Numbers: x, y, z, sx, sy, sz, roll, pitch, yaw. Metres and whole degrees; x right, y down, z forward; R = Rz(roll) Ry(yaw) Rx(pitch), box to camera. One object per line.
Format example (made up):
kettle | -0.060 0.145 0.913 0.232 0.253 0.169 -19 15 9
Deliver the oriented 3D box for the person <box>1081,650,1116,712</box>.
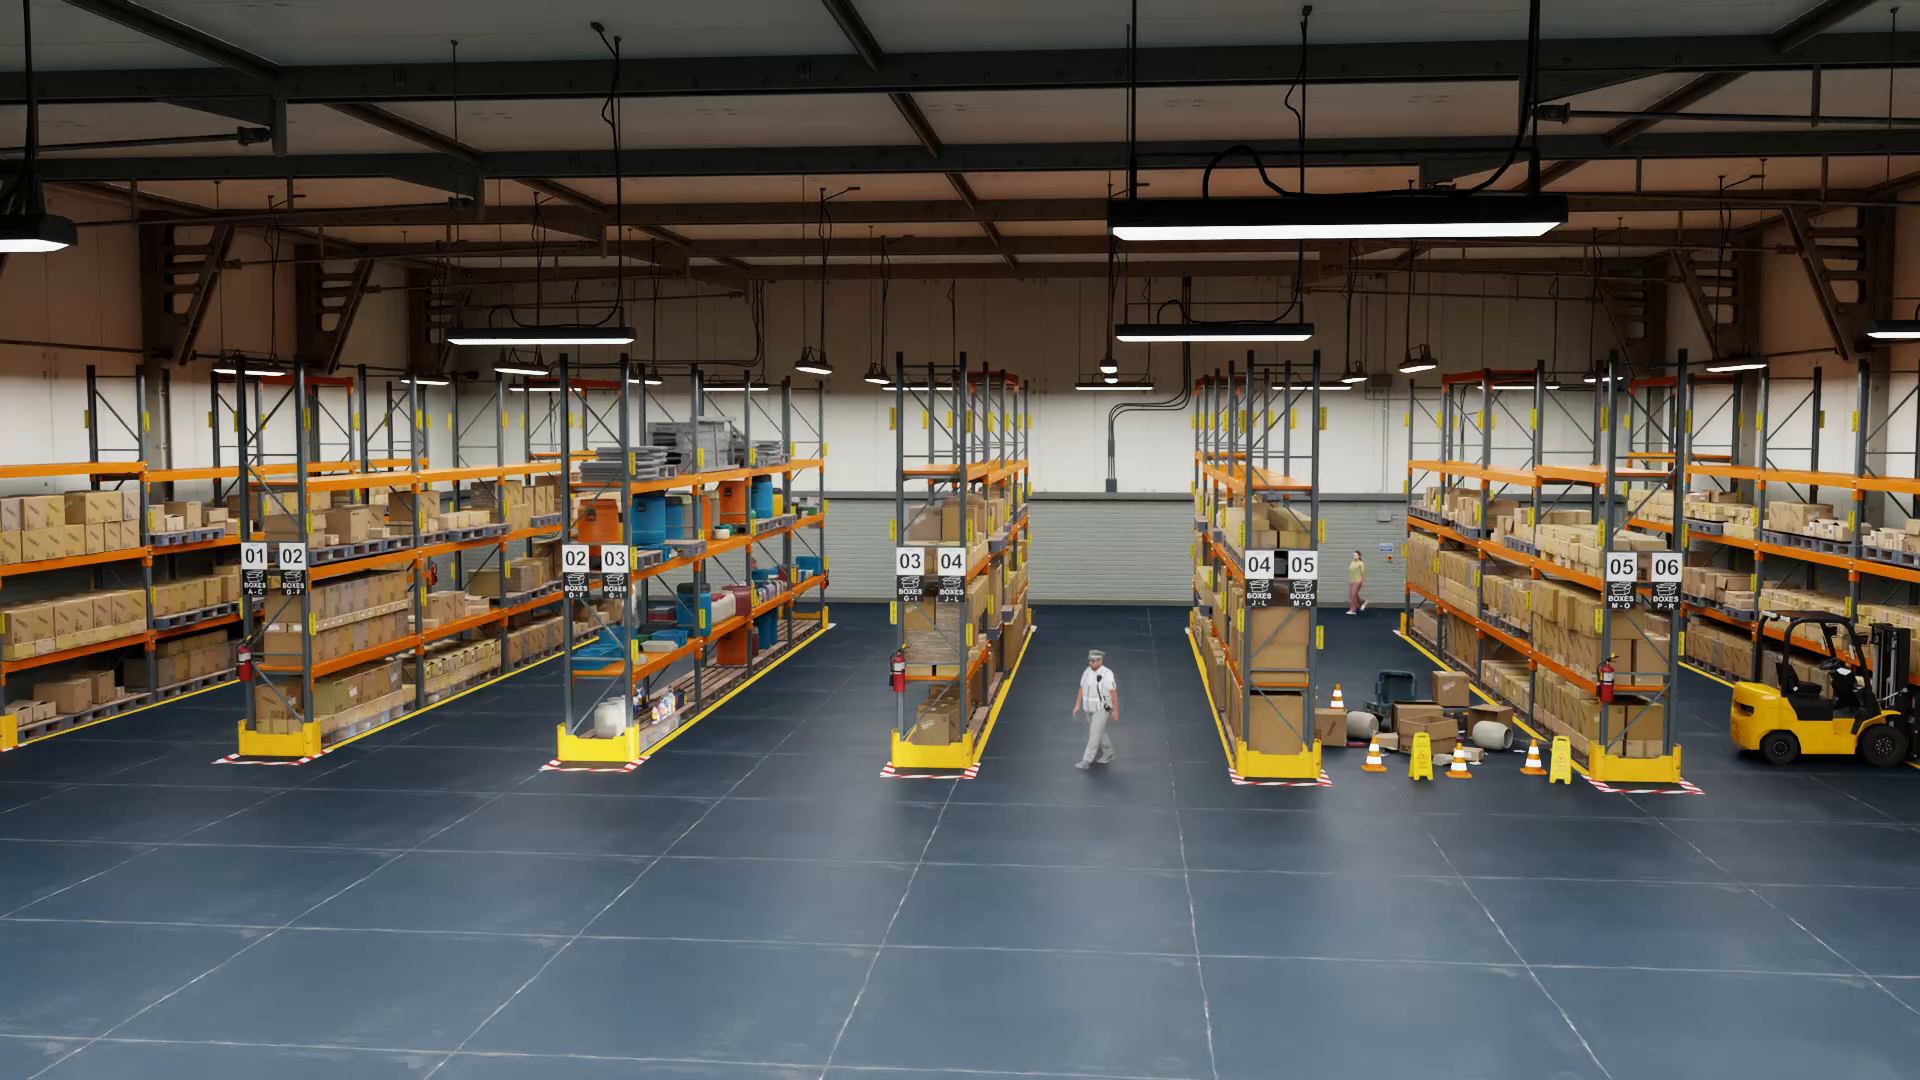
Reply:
person | 1.981 2.020 24.029 0.400 0.884 0.550 -4 5 -41

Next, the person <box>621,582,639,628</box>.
person | -7.386 1.510 36.989 0.445 1.587 0.519 -4 5 -42

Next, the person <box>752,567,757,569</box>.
person | -4.945 0.869 39.669 0.328 0.660 0.541 0 4 -1
